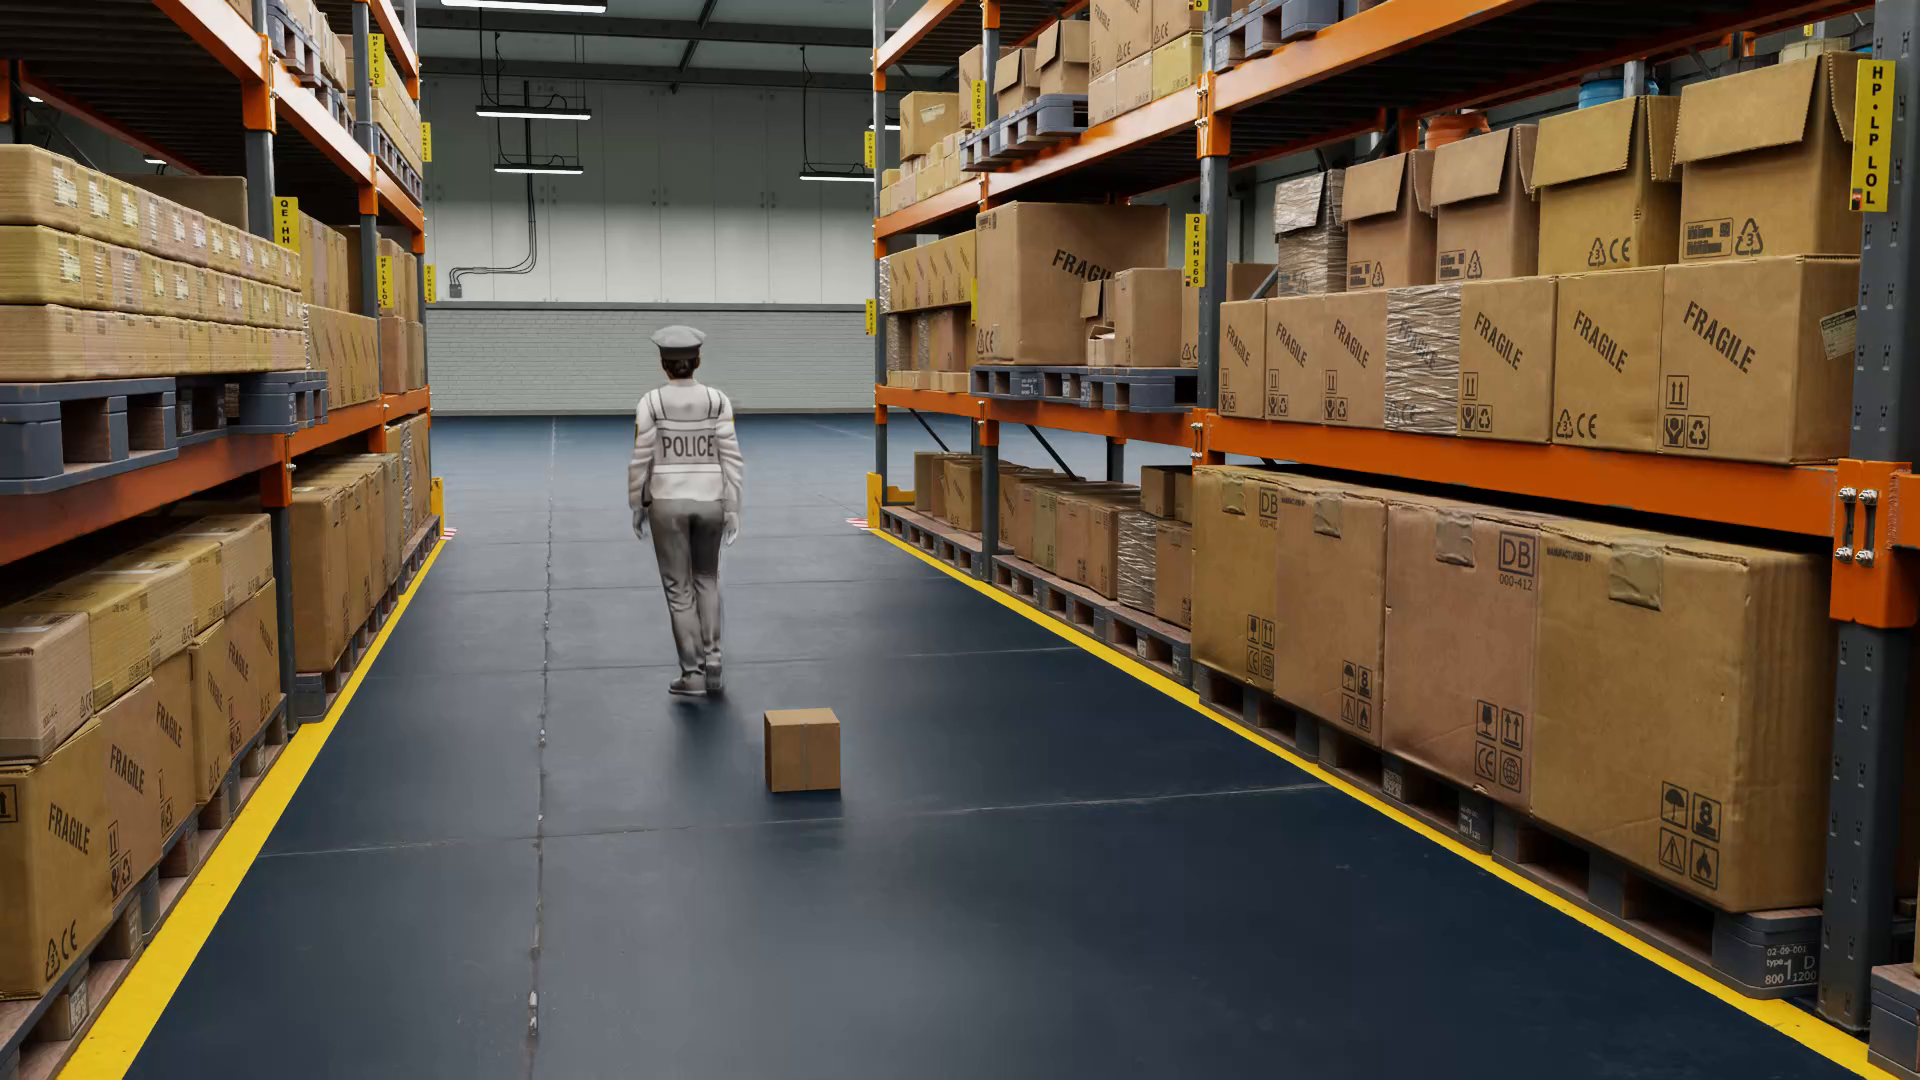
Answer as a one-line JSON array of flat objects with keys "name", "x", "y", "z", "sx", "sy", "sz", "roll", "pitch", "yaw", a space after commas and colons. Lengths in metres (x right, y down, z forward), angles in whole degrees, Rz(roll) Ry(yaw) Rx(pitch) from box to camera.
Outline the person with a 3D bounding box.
[{"name": "person", "x": -1.255, "y": -0.106, "z": 7.583, "sx": 0.494, "sy": 1.737, "sz": 0.490, "roll": -3, "pitch": 7, "yaw": -26}]
